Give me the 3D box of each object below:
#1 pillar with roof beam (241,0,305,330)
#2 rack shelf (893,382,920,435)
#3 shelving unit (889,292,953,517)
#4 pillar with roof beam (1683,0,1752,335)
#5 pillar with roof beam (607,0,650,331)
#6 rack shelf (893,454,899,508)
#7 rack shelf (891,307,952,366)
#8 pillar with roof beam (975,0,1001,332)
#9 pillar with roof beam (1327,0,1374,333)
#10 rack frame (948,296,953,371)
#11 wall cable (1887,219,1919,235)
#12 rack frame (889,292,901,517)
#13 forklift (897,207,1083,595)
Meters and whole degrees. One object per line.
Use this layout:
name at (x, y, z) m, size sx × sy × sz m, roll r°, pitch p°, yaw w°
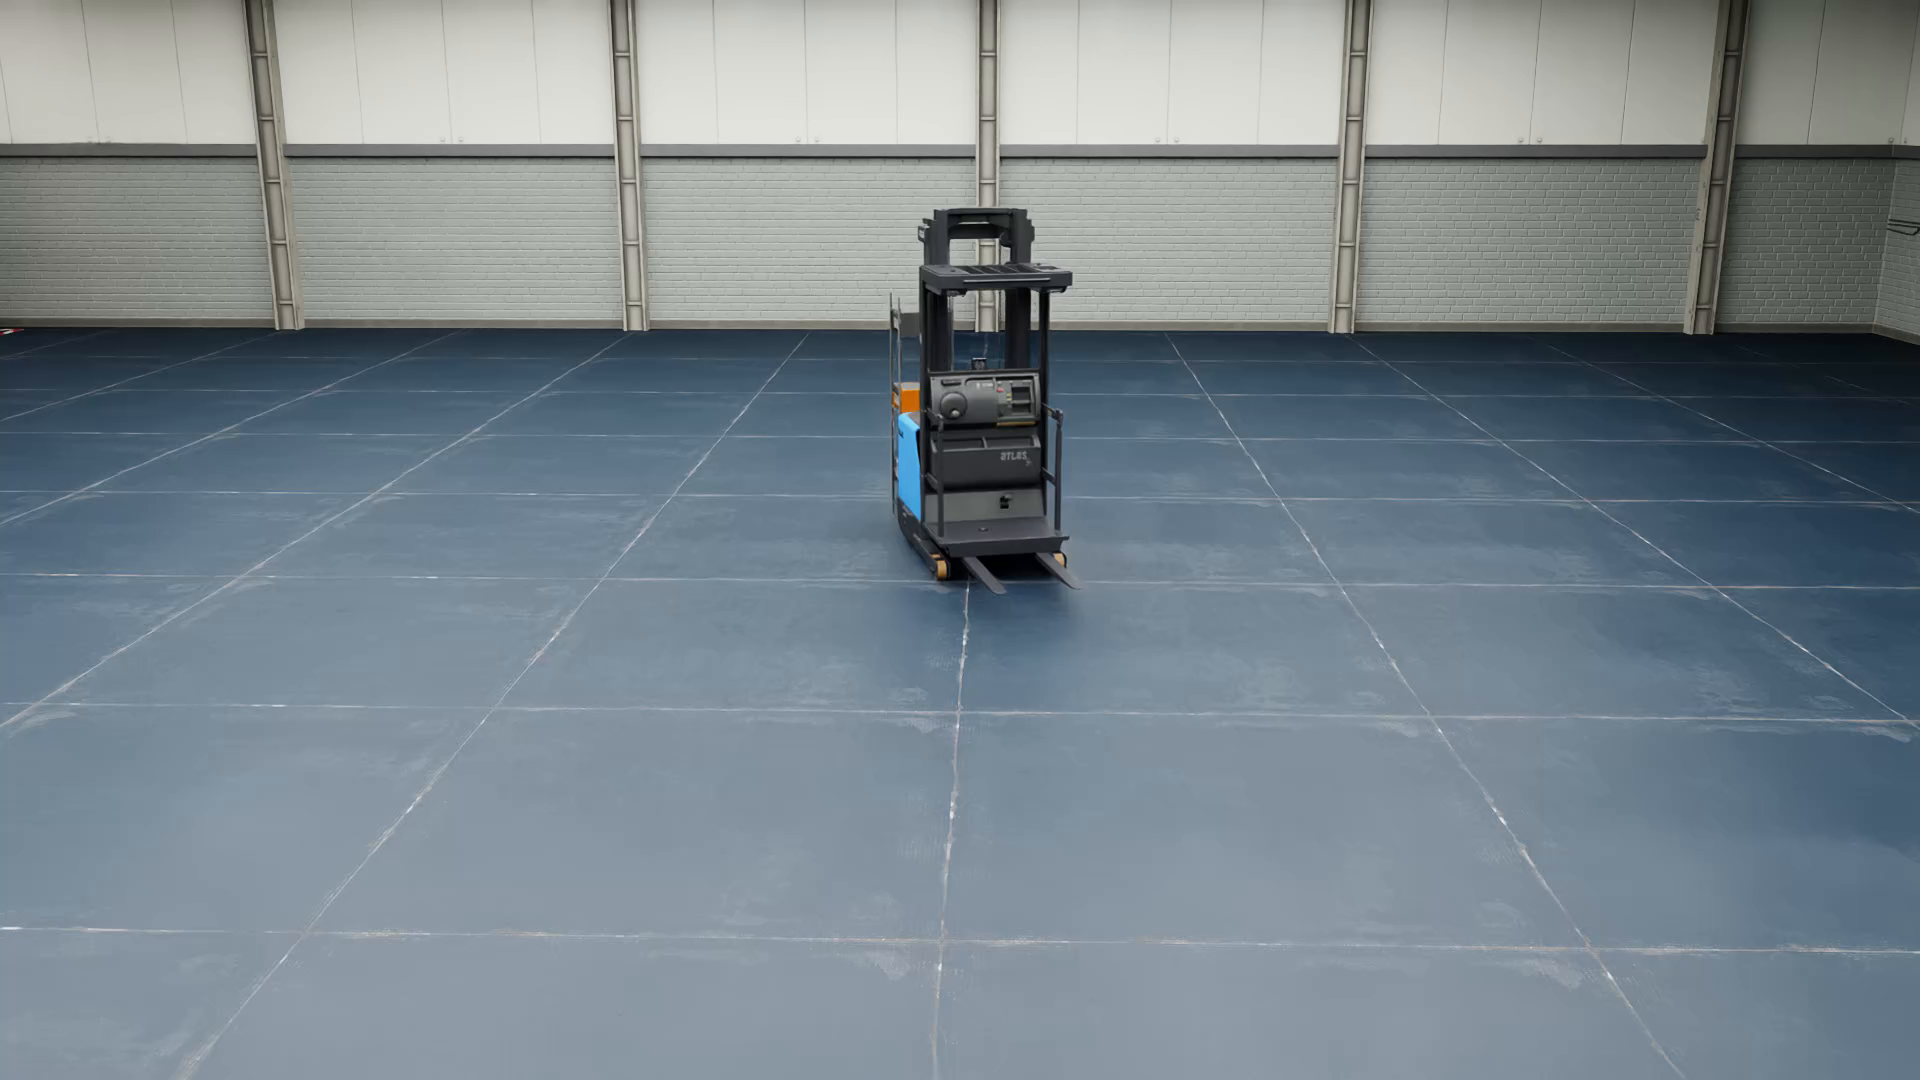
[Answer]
pillar with roof beam at (-11.646, -6.900, 23.351) m, size 0.400 × 9.000 × 9.100 m, roll 0°, pitch 15°, yaw 1°
rack shelf at (-0.353, -1.201, 15.331) m, size 0.480 × 0.518 × 0.431 m, roll -4°, pitch 15°, yaw -14°
shelving unit at (-0.353, -1.215, 15.328) m, size 0.503 × 2.100 × 0.431 m, roll -4°, pitch 15°, yaw -14°
pillar with roof beam at (12.346, -6.743, 22.759) m, size 0.400 × 9.000 × 9.100 m, roll 0°, pitch 15°, yaw 1°
pillar with roof beam at (-5.648, -6.860, 23.203) m, size 0.400 × 9.000 × 9.100 m, roll 0°, pitch 15°, yaw 1°
rack shelf at (-0.353, -0.525, 15.510) m, size 0.480 × 0.518 × 0.431 m, roll -4°, pitch 15°, yaw -14°
rack shelf at (-0.353, -1.878, 15.152) m, size 0.480 × 0.518 × 0.431 m, roll -4°, pitch 15°, yaw -14°
pillar with roof beam at (0.350, -6.821, 23.055) m, size 0.400 × 9.000 × 9.100 m, roll 0°, pitch 15°, yaw 1°
pillar with roof beam at (6.348, -6.782, 22.907) m, size 0.400 × 9.000 × 9.100 m, roll 0°, pitch 15°, yaw 1°
rack frame at (-0.116, -1.230, 15.385) m, size 0.015 × 2.100 × 0.400 m, roll -4°, pitch 15°, yaw -14°
wall cable at (15.368, -5.983, 25.965) m, size 0.112 × 2.526 × 3.097 m, roll 0°, pitch 15°, yaw 1°
rack frame at (-0.590, -1.199, 15.270) m, size 0.015 × 2.100 × 0.400 m, roll -4°, pitch 15°, yaw -14°
forklift at (0.262, -1.194, 13.618) m, size 1.130 × 2.935 × 3.031 m, roll -3°, pitch 15°, yaw -13°
